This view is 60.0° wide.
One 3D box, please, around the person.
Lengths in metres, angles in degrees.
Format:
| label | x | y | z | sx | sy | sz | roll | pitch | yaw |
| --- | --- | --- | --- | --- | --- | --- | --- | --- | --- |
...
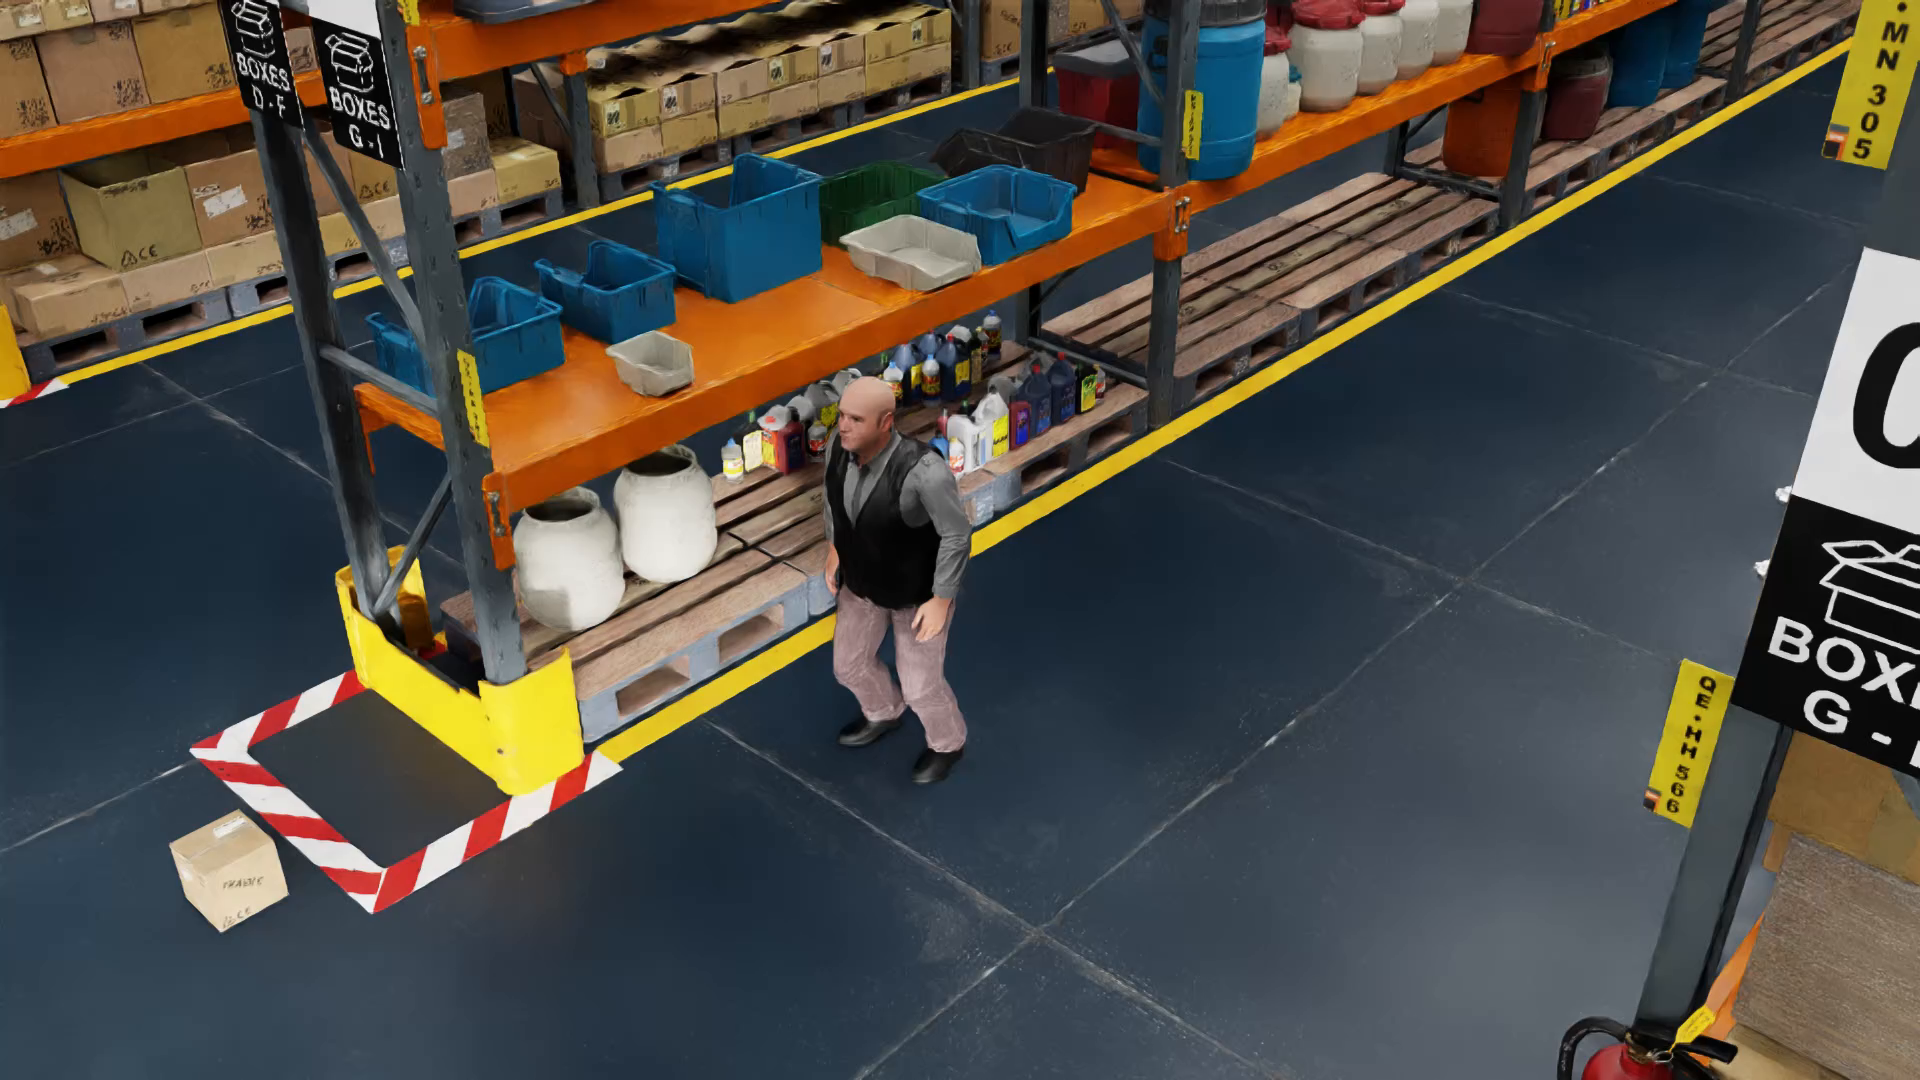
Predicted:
| label | x | y | z | sx | sy | sz | roll | pitch | yaw |
| --- | --- | --- | --- | --- | --- | --- | --- | --- | --- |
| person | -0.230 | 0.145 | 5.952 | 0.673 | 1.682 | 0.509 | 23 | 38 | 33 |
